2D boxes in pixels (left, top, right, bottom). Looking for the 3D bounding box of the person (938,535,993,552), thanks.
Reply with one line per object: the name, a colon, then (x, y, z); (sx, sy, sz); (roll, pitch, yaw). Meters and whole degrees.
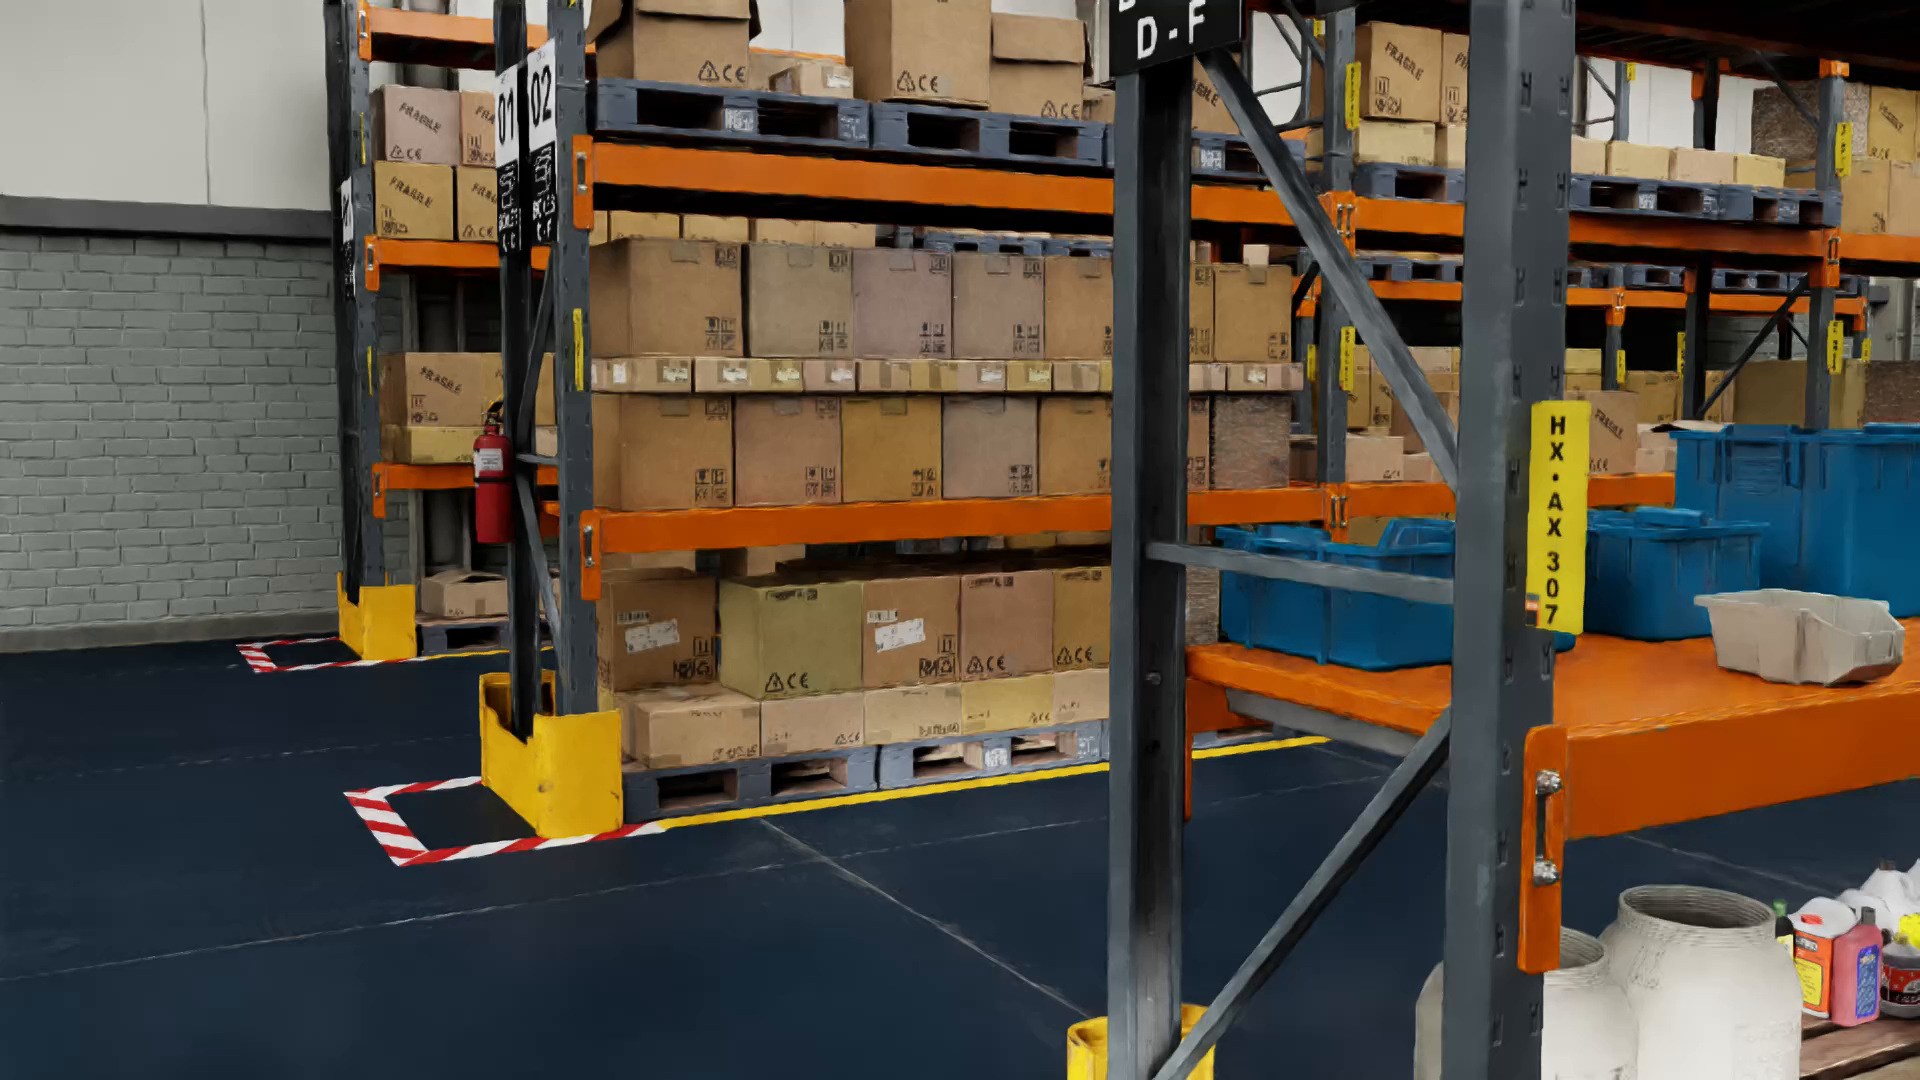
person: (0.026, -0.071, 11.896); (0.460, 1.632, 0.362); (-1, 5, -15)
